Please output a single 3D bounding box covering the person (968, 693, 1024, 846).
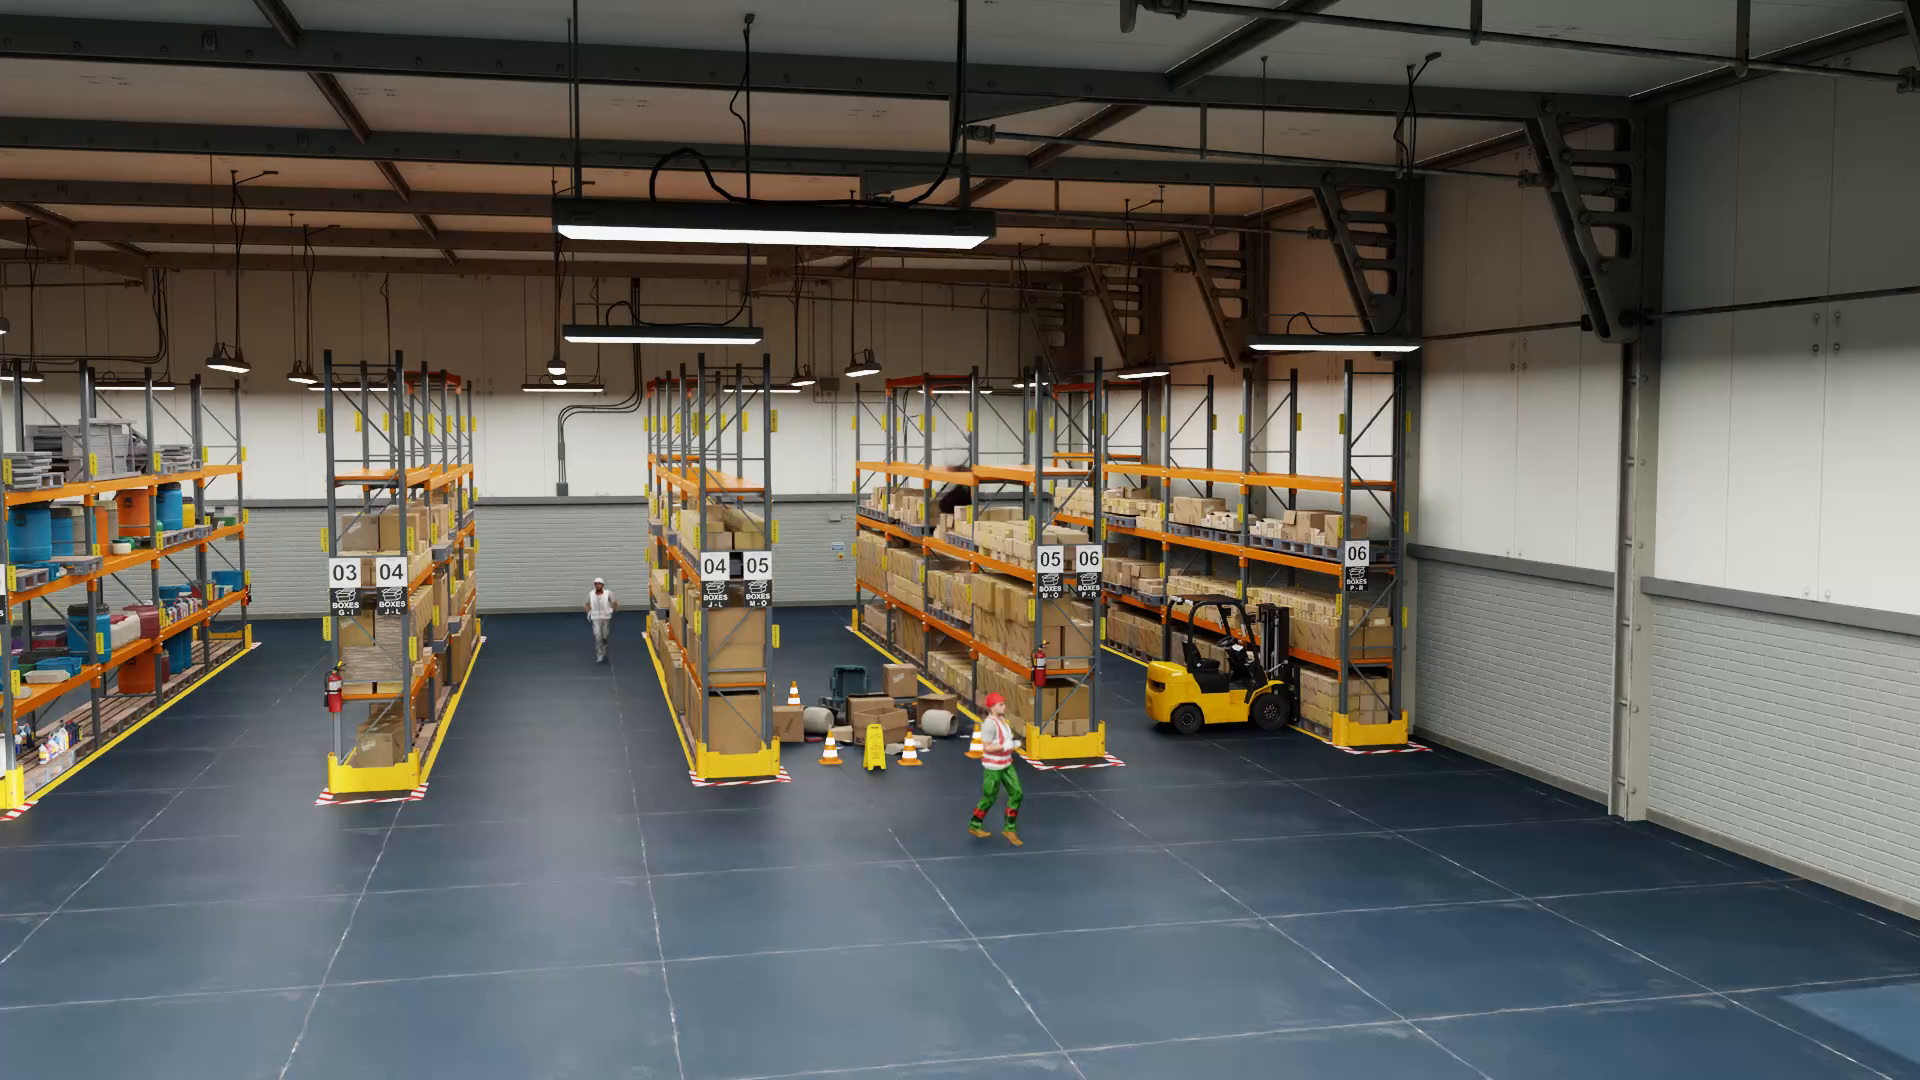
[{"bbox_3d":[0.444,2.731,19.786,0.753,1.839,0.637,2,5,32],"label":"person"}]

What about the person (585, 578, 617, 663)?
[{"bbox_3d":[-7.607,1.681,35.254,0.674,1.767,0.749,0,4,-6],"label":"person"}]
